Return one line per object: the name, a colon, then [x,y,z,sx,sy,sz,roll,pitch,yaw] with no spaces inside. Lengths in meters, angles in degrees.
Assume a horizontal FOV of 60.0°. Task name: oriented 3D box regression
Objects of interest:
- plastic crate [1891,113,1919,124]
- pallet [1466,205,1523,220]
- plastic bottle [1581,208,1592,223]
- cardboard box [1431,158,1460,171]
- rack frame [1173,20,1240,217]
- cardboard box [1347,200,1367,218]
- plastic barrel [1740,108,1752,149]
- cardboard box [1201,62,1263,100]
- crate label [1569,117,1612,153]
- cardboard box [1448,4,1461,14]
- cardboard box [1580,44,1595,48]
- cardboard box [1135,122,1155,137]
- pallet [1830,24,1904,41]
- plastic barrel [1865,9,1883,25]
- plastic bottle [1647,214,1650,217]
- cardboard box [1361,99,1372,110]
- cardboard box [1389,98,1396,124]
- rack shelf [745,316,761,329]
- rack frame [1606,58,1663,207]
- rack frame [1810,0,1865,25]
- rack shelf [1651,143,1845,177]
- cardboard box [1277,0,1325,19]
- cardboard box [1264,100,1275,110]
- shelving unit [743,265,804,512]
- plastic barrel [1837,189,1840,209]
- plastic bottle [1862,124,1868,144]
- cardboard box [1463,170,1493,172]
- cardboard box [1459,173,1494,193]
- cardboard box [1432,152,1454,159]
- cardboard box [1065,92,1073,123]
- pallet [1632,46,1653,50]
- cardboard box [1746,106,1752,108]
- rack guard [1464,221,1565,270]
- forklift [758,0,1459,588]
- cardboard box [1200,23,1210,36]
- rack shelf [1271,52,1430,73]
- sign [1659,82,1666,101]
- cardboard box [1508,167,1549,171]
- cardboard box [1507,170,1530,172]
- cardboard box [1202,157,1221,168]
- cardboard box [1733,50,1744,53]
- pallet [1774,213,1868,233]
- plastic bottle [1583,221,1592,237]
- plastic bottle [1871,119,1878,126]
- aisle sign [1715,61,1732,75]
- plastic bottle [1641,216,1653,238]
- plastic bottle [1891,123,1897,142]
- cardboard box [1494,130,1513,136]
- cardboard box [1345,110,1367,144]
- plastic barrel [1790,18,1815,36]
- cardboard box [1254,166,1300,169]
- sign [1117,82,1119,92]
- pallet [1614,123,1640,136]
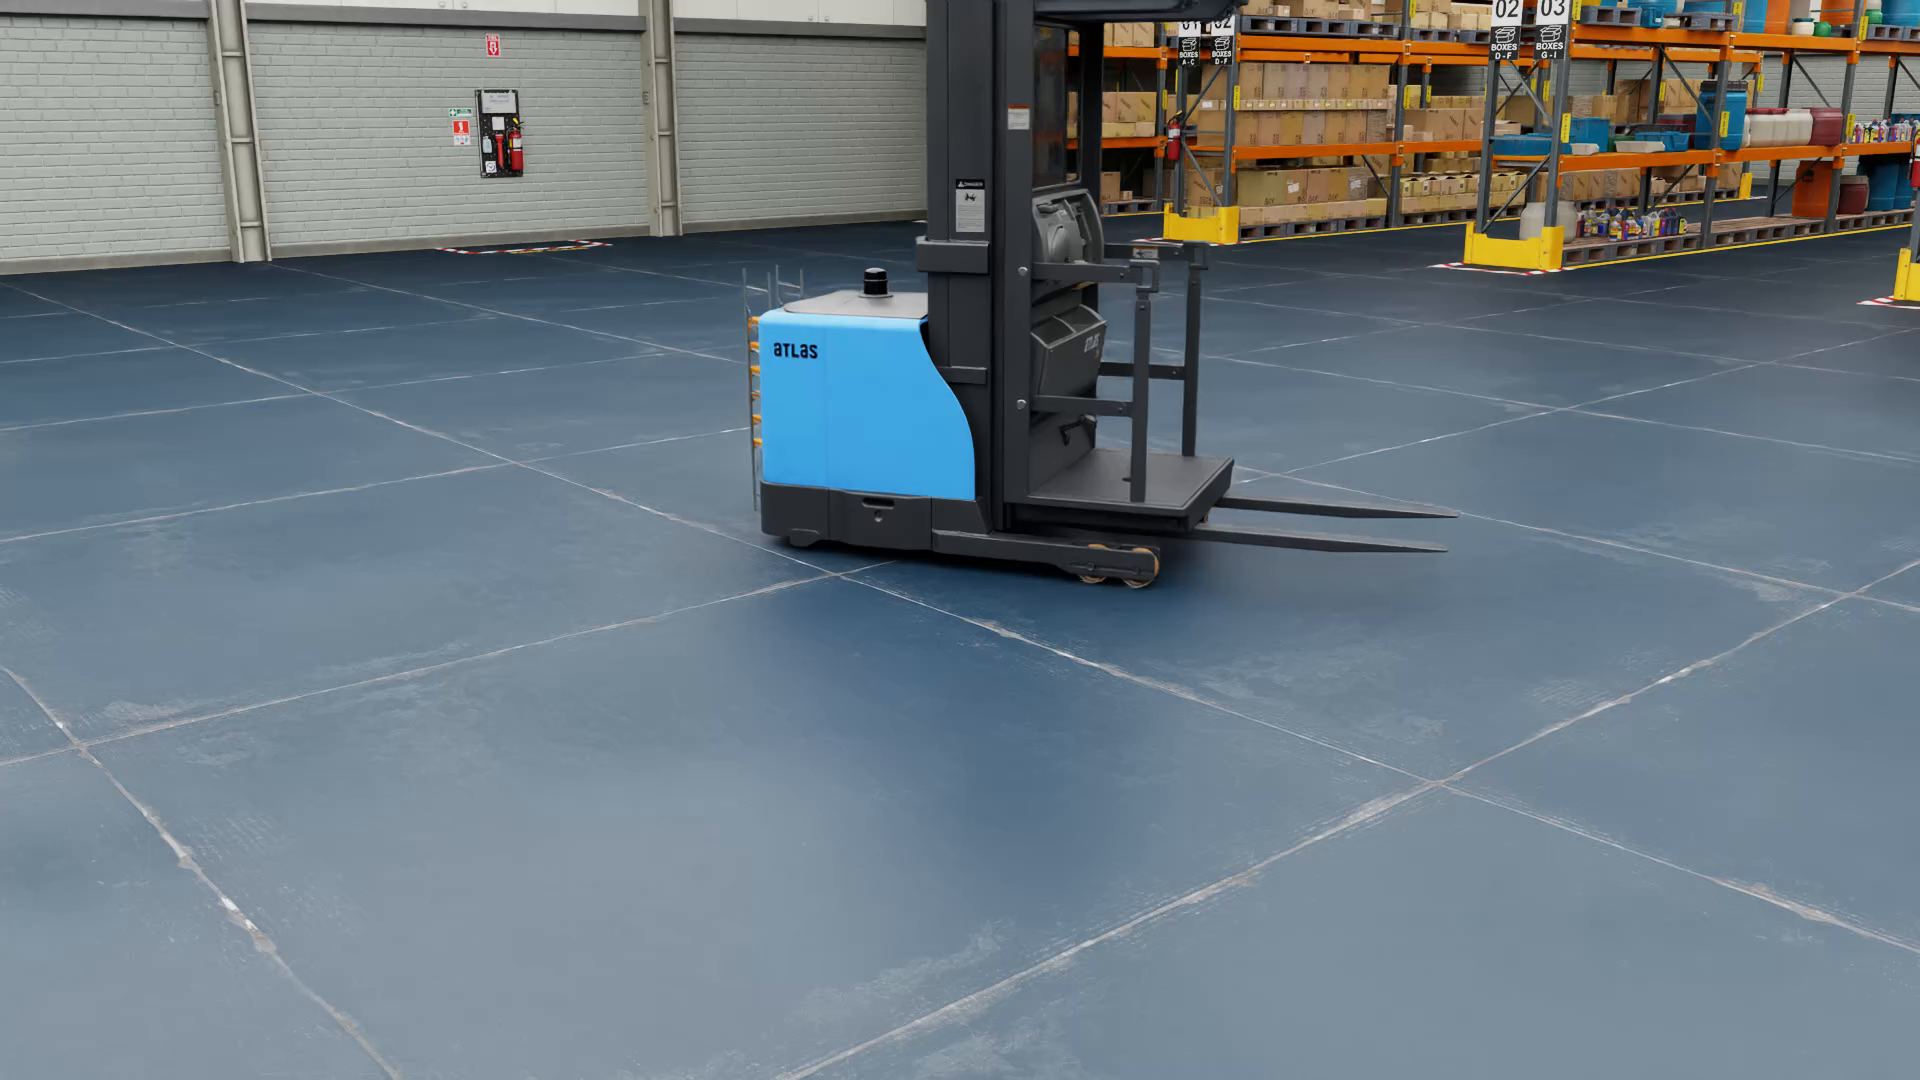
plastic crate: [15.882,-6.976,27.968,0.575,0.384,0.392,-13,19,-39]
pallet: [8.841,-5.617,28.370,1.213,0.211,1.003,-13,19,-39]
plastic bottle: [8.234,-4.195,21.923,0.185,0.351,0.144,-12,19,-37]
cardboard box: [10.263,-7.924,35.633,0.500,0.500,0.700,-13,20,-40]
rack frame: [3.452,-5.741,23.431,0.127,3.000,1.000,-13,19,-39]
cardboard box: [5.880,-5.089,25.505,0.500,0.250,0.500,-13,19,-39]
plastic barrel: [10.584,-5.639,22.784,0.433,0.535,0.433,0,15,0]
cardboard box: [3.853,-6.502,23.571,0.500,0.500,0.700,-13,19,-39]
crate label: [7.912,-5.158,21.178,0.616,0.435,0.502,-13,19,-39]
cardboard box: [9.972,-10.794,34.365,0.500,0.500,0.500,-13,20,-40]
cardboard box: [10.571,-8.849,29.059,0.500,0.500,0.910,-13,19,-39]
cardboard box: [3.057,-7.180,29.071,0.500,0.250,0.500,-13,19,-39]
pallet: [13.377,-7.600,24.943,1.213,0.211,1.003,-13,19,-39]
plastic barrel: [13.686,-7.843,24.975,0.294,0.245,0.294,0,15,0]
plastic bottle: [9.161,-4.177,22.001,0.135,0.276,0.152,-13,19,-39]
cardboard box: [6.022,-6.606,25.219,0.250,0.149,0.380,-13,20,-41]
cardboard box: [8.689,-8.724,33.788,0.500,0.500,0.500,-12,19,-39]
rack shelf: [-0.889,-1.020,8.005,0.180,0.103,0.258,-13,20,-36]
rack frame: [12.505,-7.774,31.041,0.127,3.000,1.000,-13,19,-39]
rack frame: [12.736,-9.030,24.118,0.127,3.000,1.000,-13,19,-39]
rack shelf: [11.227,-5.445,23.716,4.000,0.370,1.077,-13,19,-39]
cardboard box: [4.885,-7.737,23.812,0.500,0.500,0.500,-13,19,-39]
cardboard box: [4.276,-6.215,23.753,0.250,0.149,0.380,-13,19,-39]
shelving unit: [-0.887,-0.717,8.094,0.189,1.200,0.258,-13,20,-36]
plastic barrel: [13.461,-5.332,25.905,0.421,0.512,0.421,0,15,0]
plastic bottle: [13.755,-6.178,25.291,0.133,0.283,0.061,-13,19,-39]
cardboard box: [8.900,-6.210,28.614,0.500,0.311,0.500,-12,19,-38]
cardboard box: [8.484,-5.931,27.568,0.500,0.311,0.500,-13,20,-40]
cardboard box: [10.260,-8.176,35.318,0.250,0.149,0.380,-12,19,-38]
cardboard box: [1.529,-7.195,27.672,0.500,0.500,0.500,-13,20,-41]
pallet: [11.967,-9.036,30.316,1.003,0.211,1.213,-13,19,-39]
cardboard box: [15.363,-8.371,33.083,0.500,0.500,0.500,-12,19,-38]
rack guard: [6.728,-3.591,20.223,0.348,0.500,1.175,-13,19,-39]
forklift: [0.660,-1.371,7.201,3.031,2.935,1.130,5,16,19]
cardboard box: [4.145,-9.173,29.825,0.500,0.311,0.500,-12,19,-38]
rack shelf: [7.742,-9.501,33.086,4.000,0.370,1.077,-13,19,-39]
sign: [12.872,-8.226,30.489,0.005,0.325,0.100,-13,19,-39]
cardboard box: [10.079,-6.678,29.476,0.500,0.250,0.500,-12,19,-37]
cardboard box: [10.039,-6.305,29.534,0.500,0.500,0.500,-12,19,-37]
cardboard box: [4.480,-7.042,30.838,0.500,0.250,0.500,-13,20,-41]
cardboard box: [14.924,-9.607,32.383,0.500,0.250,0.500,-13,19,-39]
pallet: [13.304,-4.926,25.782,1.213,0.211,1.003,-13,19,-39]
plastic bottle: [8.208,-4.073,21.756,0.097,0.201,0.097,0,15,0]
plastic bottle: [14.243,-6.386,25.940,0.185,0.351,0.144,-13,19,-39]
aisle sign: [15.381,-9.776,33.500,0.004,0.787,0.394,-13,19,-39]
plastic bottle: [8.908,-4.071,21.604,0.135,0.276,0.152,-12,19,-38]
plastic bottle: [14.592,-6.365,25.994,0.133,0.283,0.061,-13,19,-39]
cardboard box: [8.990,-6.769,27.765,0.250,0.149,0.380,-13,19,-39]
cardboard box: [5.746,-6.300,25.329,0.500,0.500,0.700,-13,20,-40]
plastic barrel: [11.930,-7.253,23.546,0.301,0.262,0.301,0,15,0]
cardboard box: [4.784,-5.383,25.153,0.500,0.500,0.500,-13,19,-39]
sign: [2.848,-8.049,29.828,0.005,0.325,0.100,-13,19,-39]
pallet: [11.830,-7.567,30.639,1.213,0.211,1.003,-13,19,-39]
